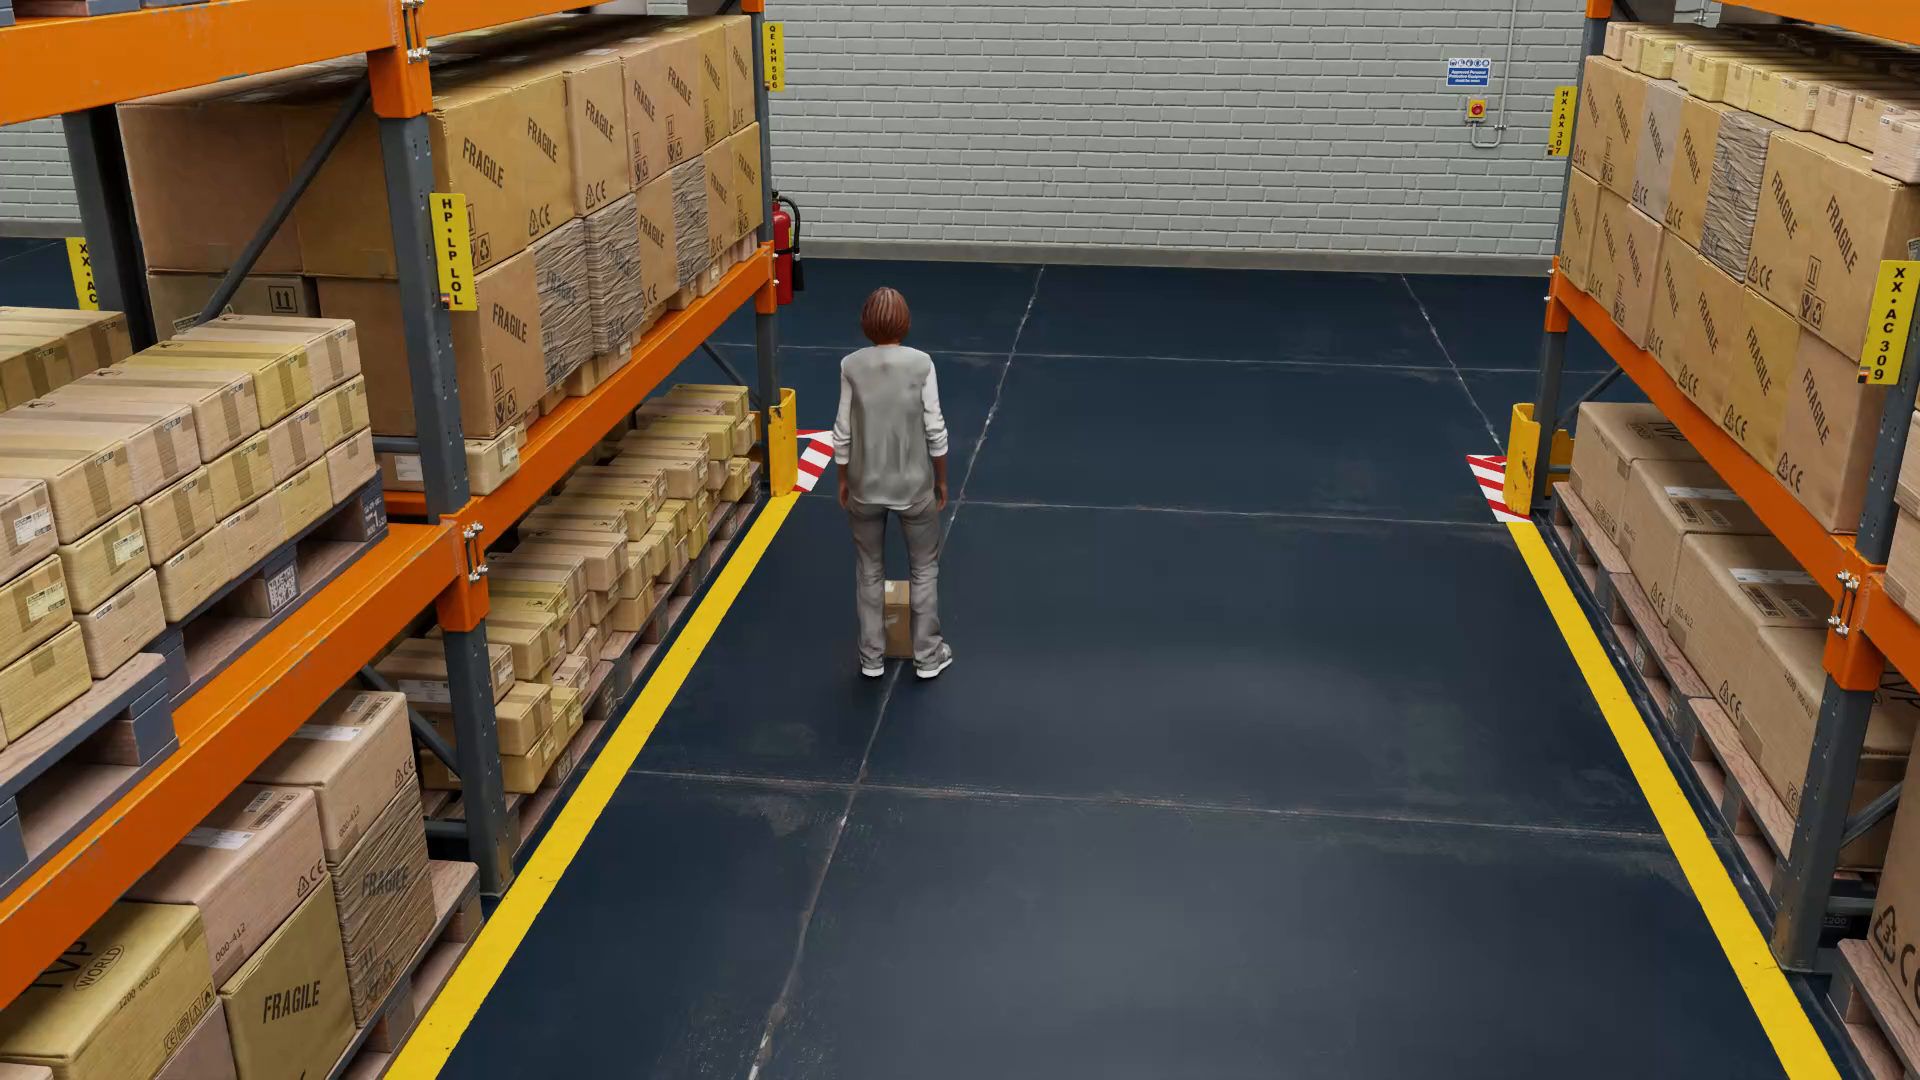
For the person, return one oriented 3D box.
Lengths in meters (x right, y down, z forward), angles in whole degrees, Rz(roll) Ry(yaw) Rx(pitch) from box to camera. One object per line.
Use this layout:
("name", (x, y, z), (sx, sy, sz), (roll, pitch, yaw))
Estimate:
("person", (-0.270, -0.201, 6.611), (0.464, 1.591, 0.343), (1, 22, 4))
